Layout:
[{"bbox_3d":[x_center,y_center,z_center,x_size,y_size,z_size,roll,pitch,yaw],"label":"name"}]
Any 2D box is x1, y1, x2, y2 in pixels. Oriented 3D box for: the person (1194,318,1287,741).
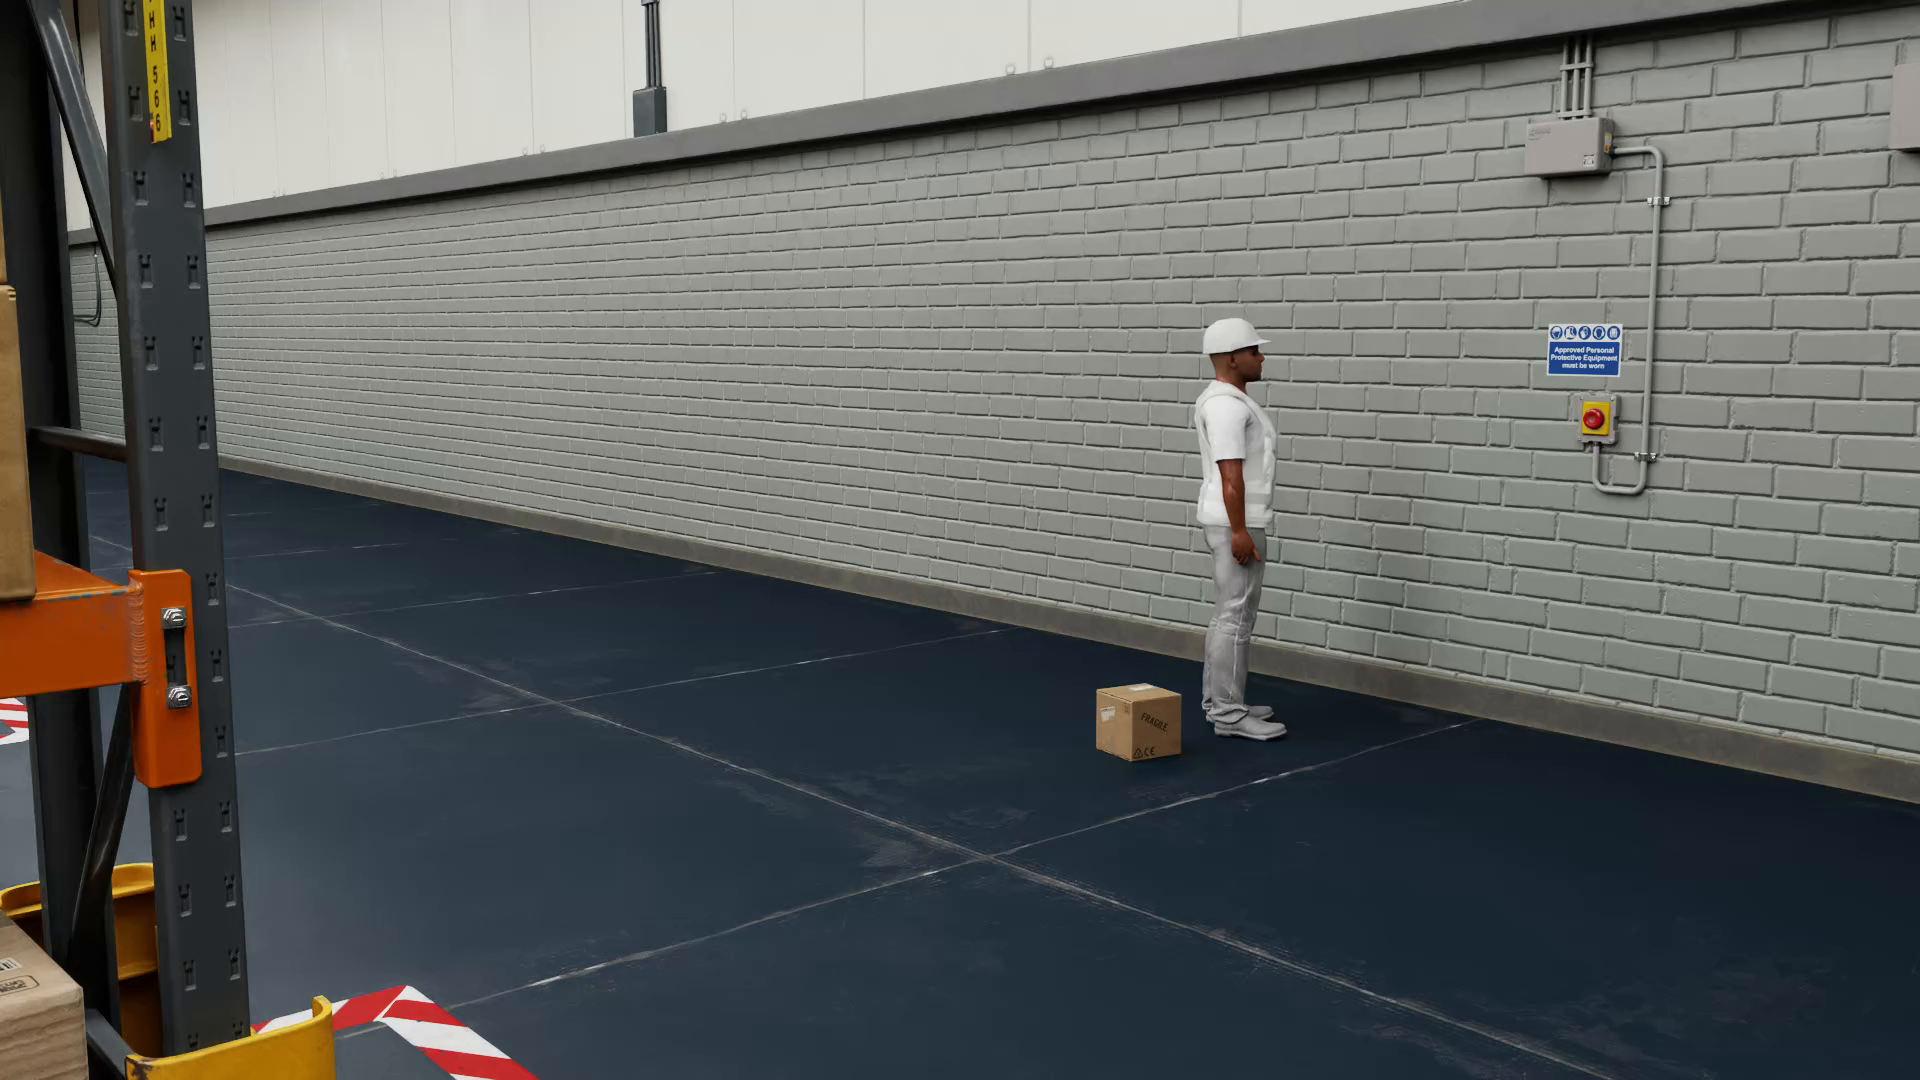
[{"bbox_3d":[1.196,-0.060,7.140,0.393,1.770,0.544,0,7,2],"label":"person"}]
